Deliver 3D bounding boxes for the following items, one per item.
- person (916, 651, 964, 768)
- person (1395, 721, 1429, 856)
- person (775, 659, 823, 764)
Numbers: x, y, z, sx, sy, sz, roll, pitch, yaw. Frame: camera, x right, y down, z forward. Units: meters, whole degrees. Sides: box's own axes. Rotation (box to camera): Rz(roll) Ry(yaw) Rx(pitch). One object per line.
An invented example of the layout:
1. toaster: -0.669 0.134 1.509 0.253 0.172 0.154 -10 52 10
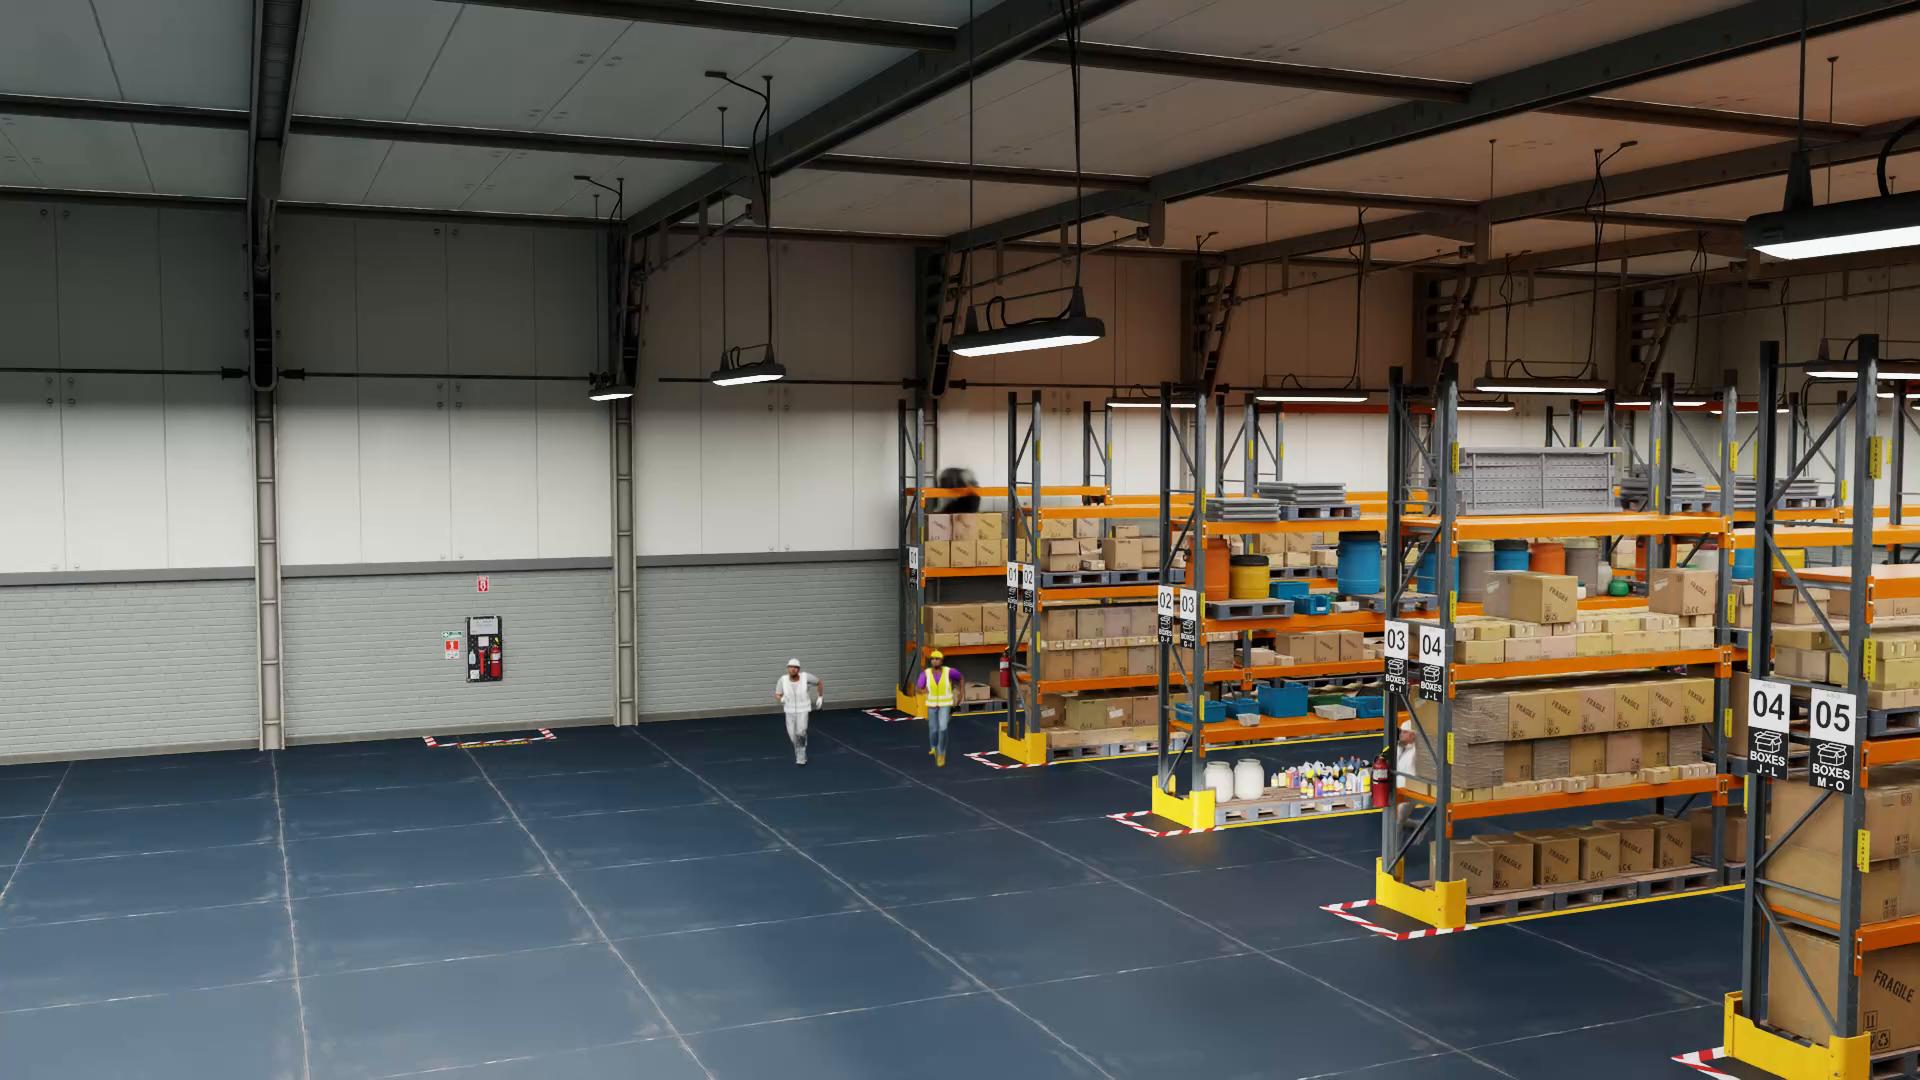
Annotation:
1. person: -0.316 2.613 25.912 0.714 1.794 0.879 1 3 9
2. person: 5.516 3.100 20.502 0.875 1.746 0.677 -2 4 -29
3. person: -2.573 2.736 26.392 0.726 1.721 0.728 0 3 3
